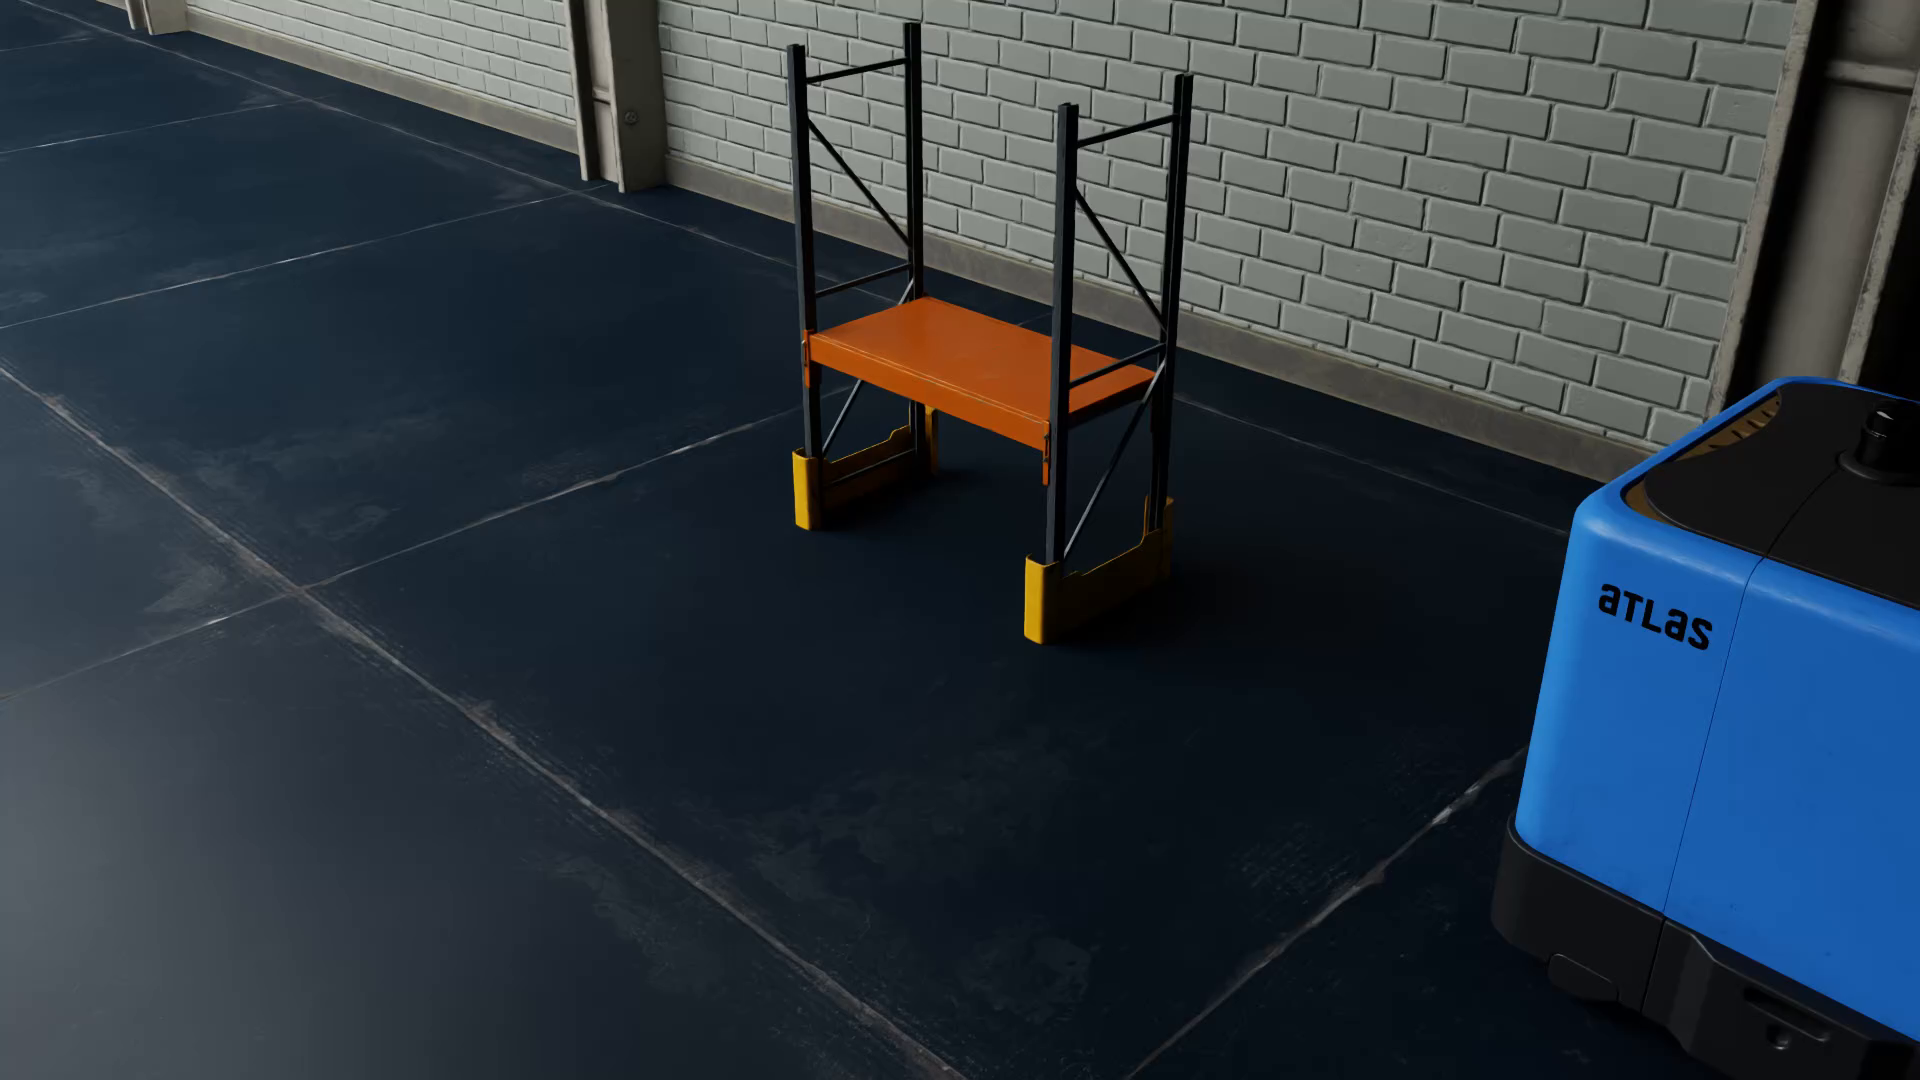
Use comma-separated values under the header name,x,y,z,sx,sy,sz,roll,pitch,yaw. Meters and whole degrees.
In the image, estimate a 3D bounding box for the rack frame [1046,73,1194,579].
name,x,y,z,sx,sy,sz,roll,pitch,yaw
rack frame,0.423,-0.470,4.533,0.032,1.500,0.500,25,36,38

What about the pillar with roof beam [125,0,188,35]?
name,x,y,z,sx,sy,sz,roll,pitch,yaw
pillar with roof beam,-9.085,-6.441,7.831,0.400,9.000,9.100,25,36,38

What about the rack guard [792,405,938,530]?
name,x,y,z,sx,sy,sz,roll,pitch,yaw
rack guard,-0.301,-0.248,5.454,0.087,0.250,0.587,25,36,38

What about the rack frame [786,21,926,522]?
name,x,y,z,sx,sy,sz,roll,pitch,yaw
rack frame,-0.302,-0.802,5.163,0.032,1.500,0.500,25,36,38

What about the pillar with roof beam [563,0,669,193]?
name,x,y,z,sx,sy,sz,roll,pitch,yaw
pillar with roof beam,-4.806,-4.484,4.108,0.400,9.000,9.100,25,36,38

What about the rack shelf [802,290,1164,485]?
name,x,y,z,sx,sy,sz,roll,pitch,yaw
rack shelf,0.061,-0.477,4.932,1.000,0.185,0.538,25,36,38

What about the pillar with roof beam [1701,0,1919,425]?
name,x,y,z,sx,sy,sz,roll,pitch,yaw
pillar with roof beam,-0.528,-2.526,0.385,0.400,9.000,9.100,25,36,38

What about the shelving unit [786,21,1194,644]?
name,x,y,z,sx,sy,sz,roll,pitch,yaw
shelving unit,0.054,-0.639,4.854,1.083,1.500,0.587,25,36,38

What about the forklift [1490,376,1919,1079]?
name,x,y,z,sx,sy,sz,roll,pitch,yaw
forklift,2.517,-0.080,2.252,1.130,2.935,3.031,-24,36,-38

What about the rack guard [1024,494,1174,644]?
name,x,y,z,sx,sy,sz,roll,pitch,yaw
rack guard,0.409,0.077,4.835,0.087,0.250,0.587,25,36,38
